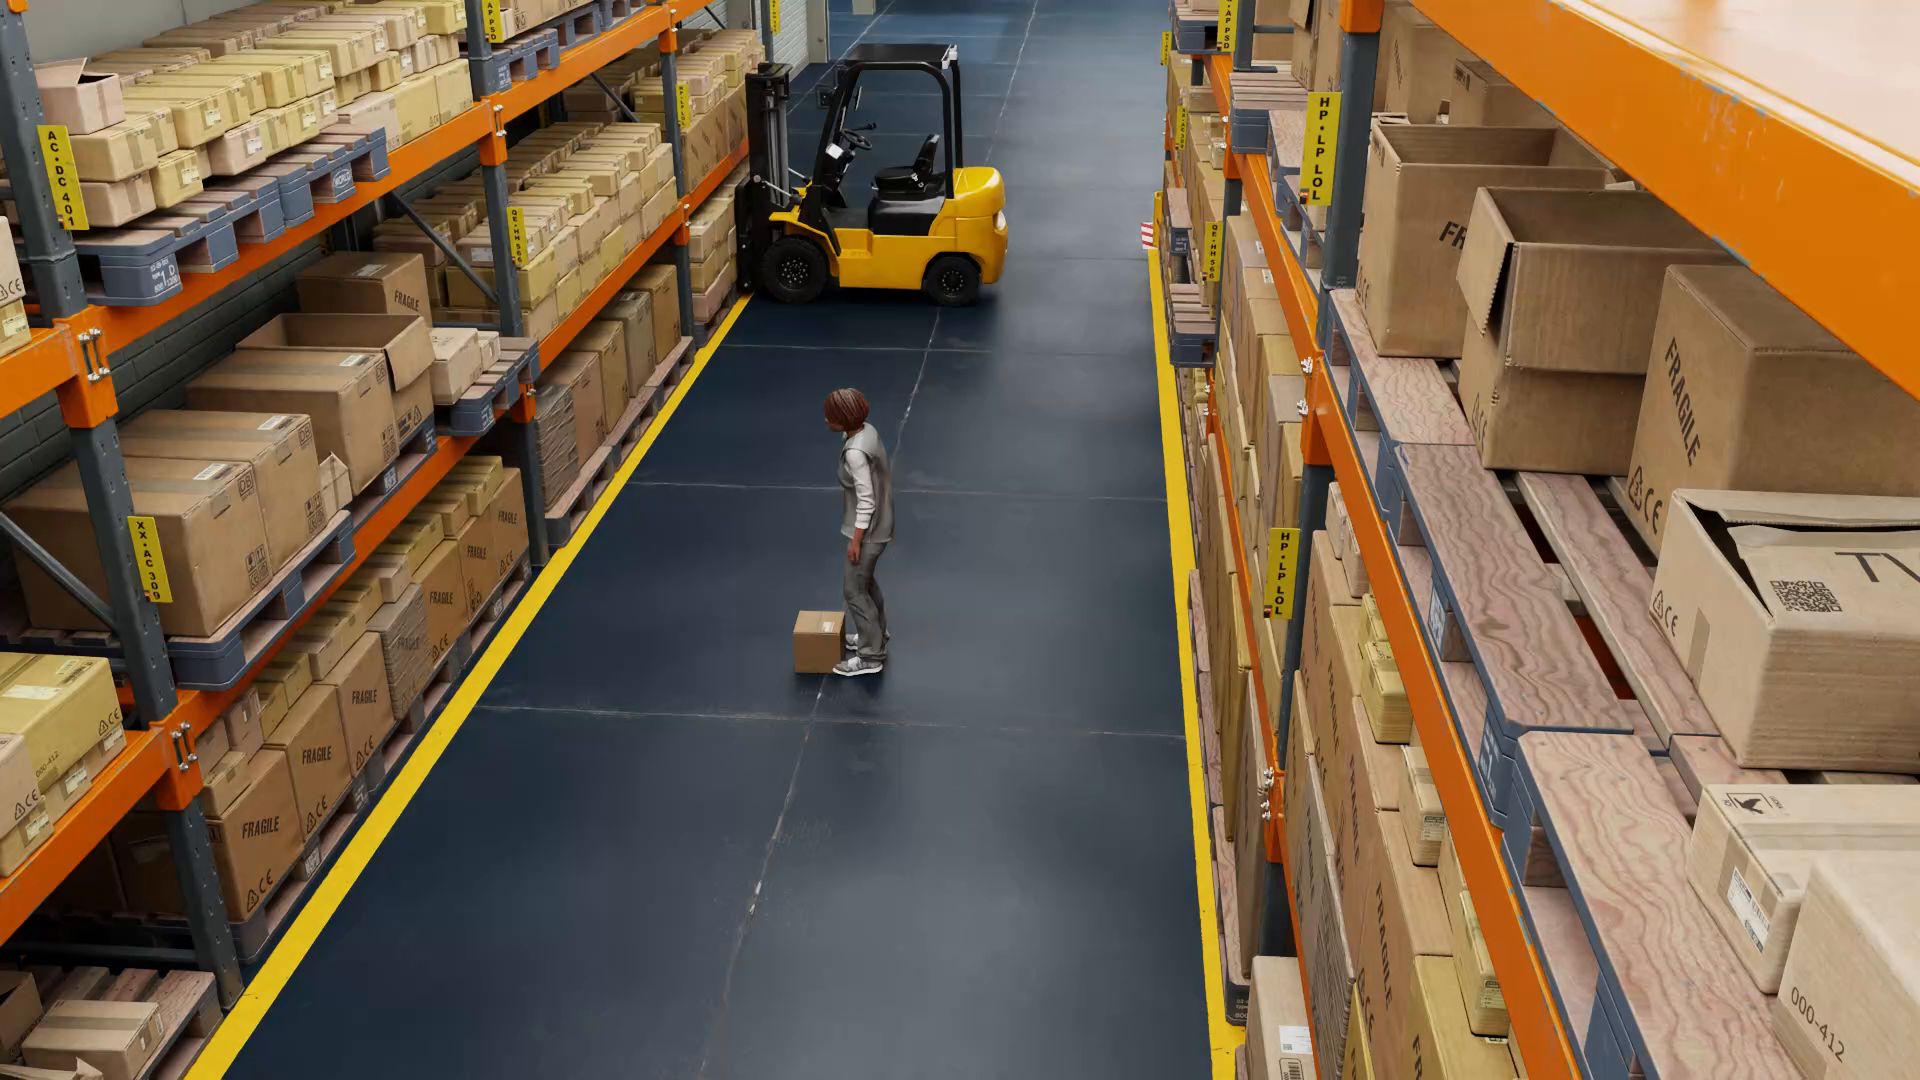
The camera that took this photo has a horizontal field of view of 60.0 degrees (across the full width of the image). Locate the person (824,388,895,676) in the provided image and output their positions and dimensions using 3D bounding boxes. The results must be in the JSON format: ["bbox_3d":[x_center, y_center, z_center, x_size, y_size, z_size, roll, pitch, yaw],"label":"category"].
[{"bbox_3d":[-0.513,-0.049,8.725,0.346,1.593,0.484,0,25,1],"label":"person"}]
